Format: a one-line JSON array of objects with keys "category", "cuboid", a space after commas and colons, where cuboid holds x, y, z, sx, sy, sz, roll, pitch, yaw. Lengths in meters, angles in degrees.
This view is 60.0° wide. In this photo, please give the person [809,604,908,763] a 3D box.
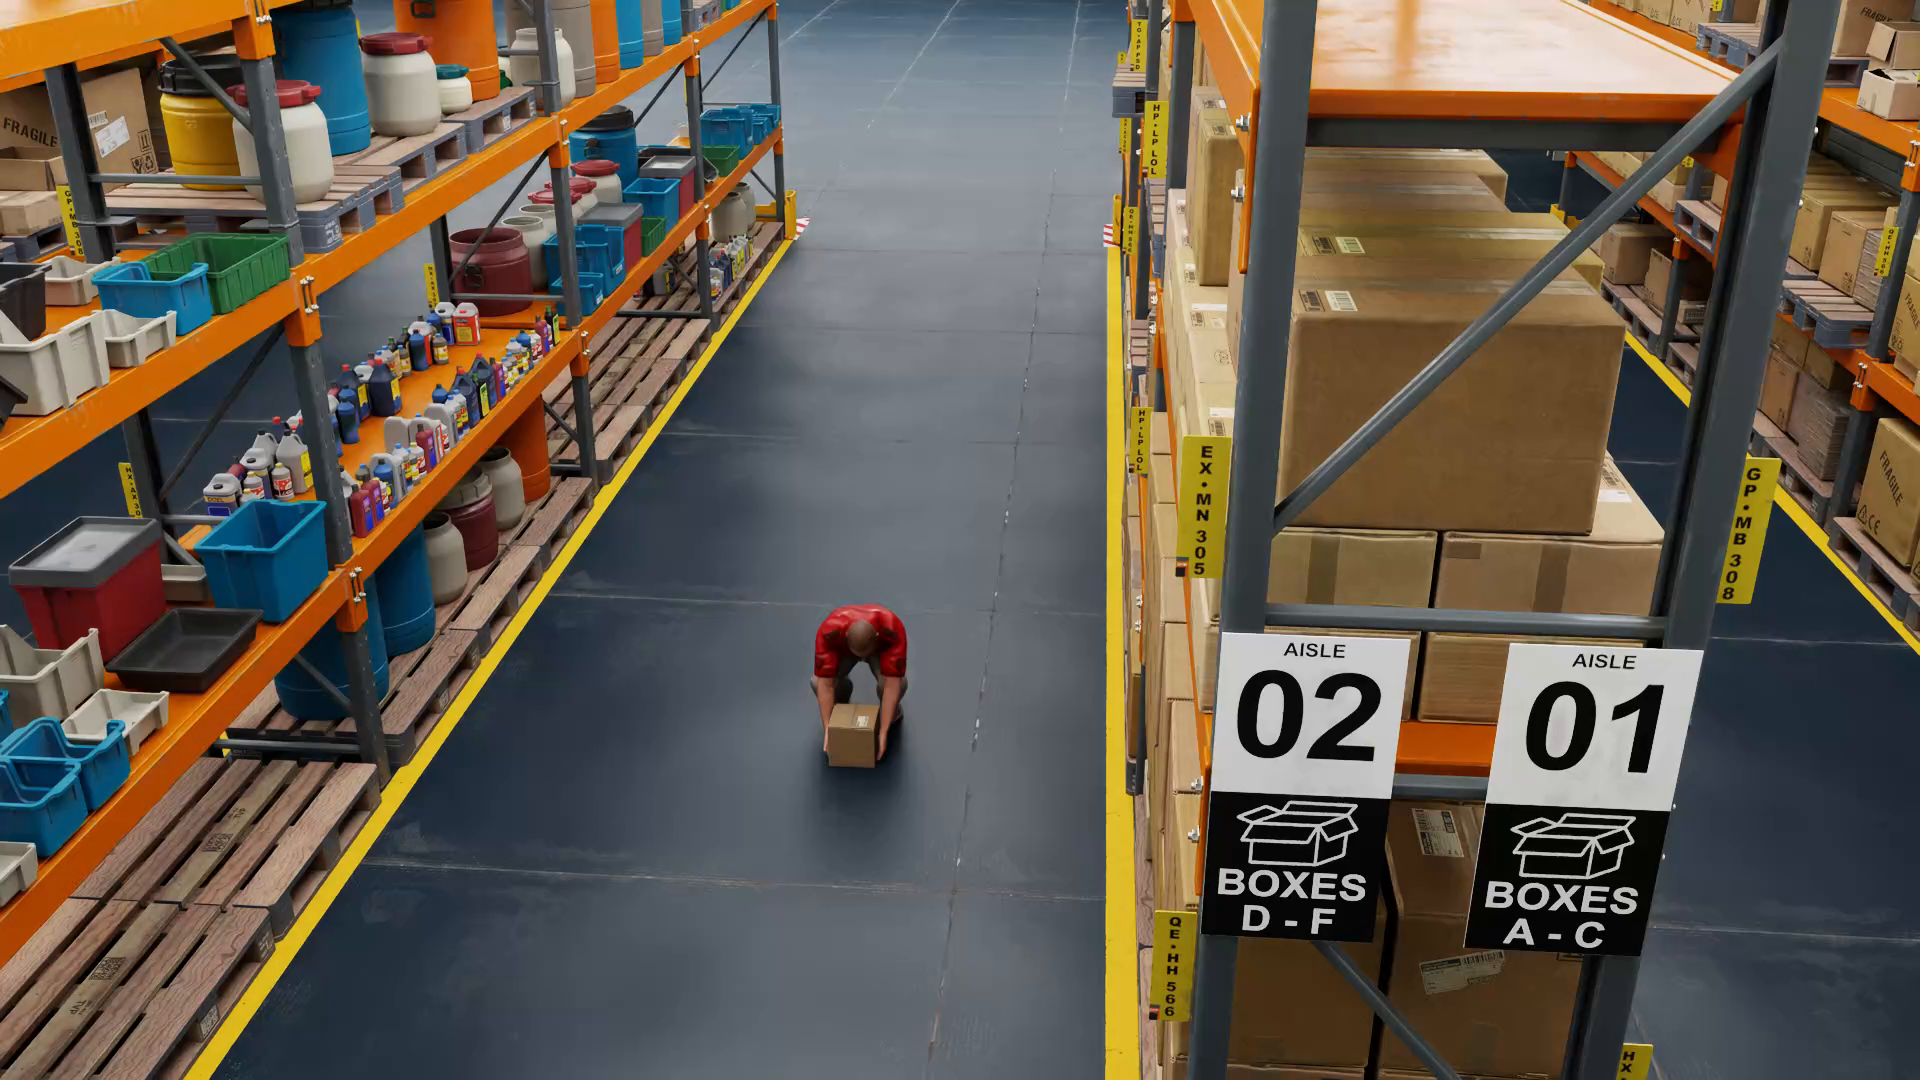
[{"category": "person", "cuboid": [-0.553, 0.676, 9.256, 0.554, 0.856, 0.866, 2, 24, 4]}]
